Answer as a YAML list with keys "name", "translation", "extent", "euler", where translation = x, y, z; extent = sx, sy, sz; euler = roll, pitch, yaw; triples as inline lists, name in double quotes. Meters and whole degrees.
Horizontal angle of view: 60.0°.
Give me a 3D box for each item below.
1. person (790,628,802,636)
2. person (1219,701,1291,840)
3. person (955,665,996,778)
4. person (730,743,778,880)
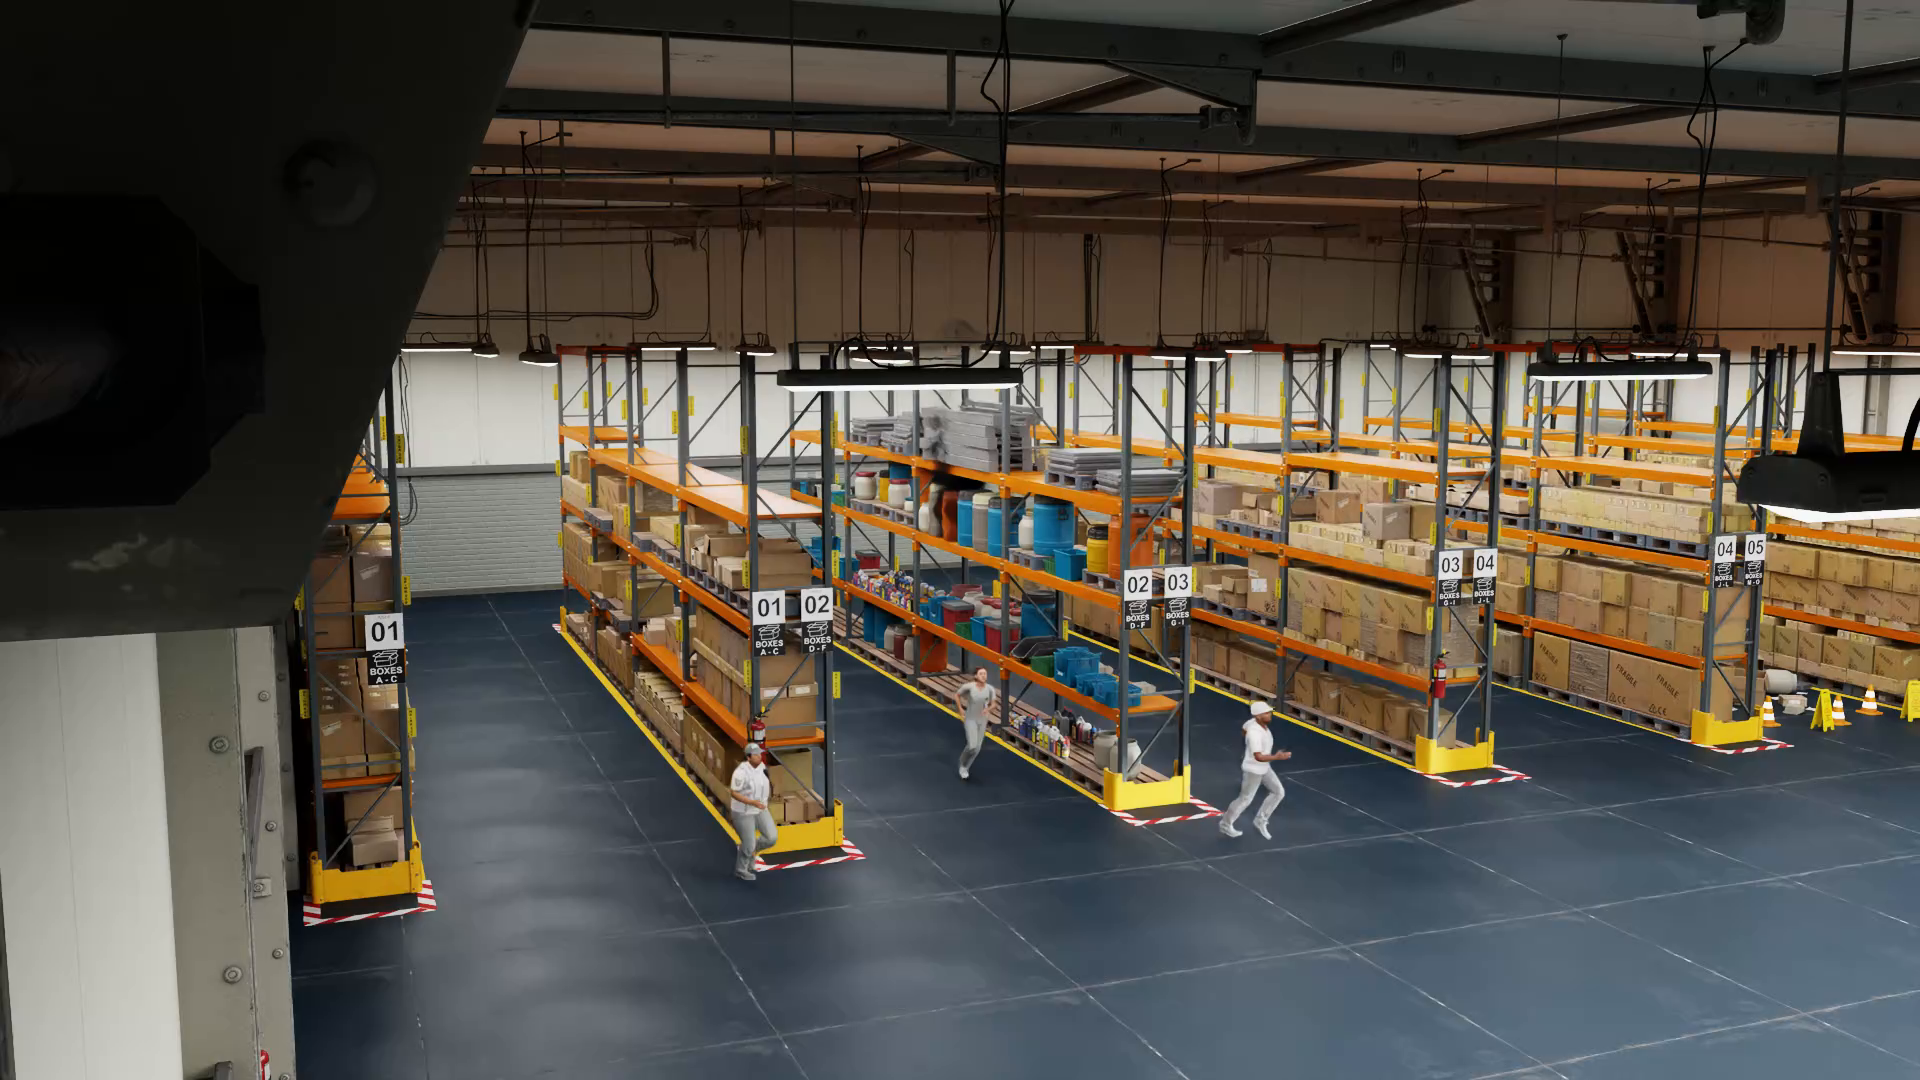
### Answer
- name: "person"
  translation: [-2.789, 1.693, 29.783]
  extent: [0.603, 1.704, 0.915]
  euler: [-3, 8, -24]
- name: "person"
  translation: [3.678, 2.849, 20.591]
  extent: [0.869, 1.769, 0.713]
  euler: [3, 8, 22]
- name: "person"
  translation: [0.240, 2.553, 23.354]
  extent: [0.547, 1.618, 0.581]
  euler: [-3, 8, -20]
- name: "person"
  translation: [-2.362, 3.125, 19.130]
  extent: [0.573, 1.609, 0.613]
  euler: [5, 9, 37]
